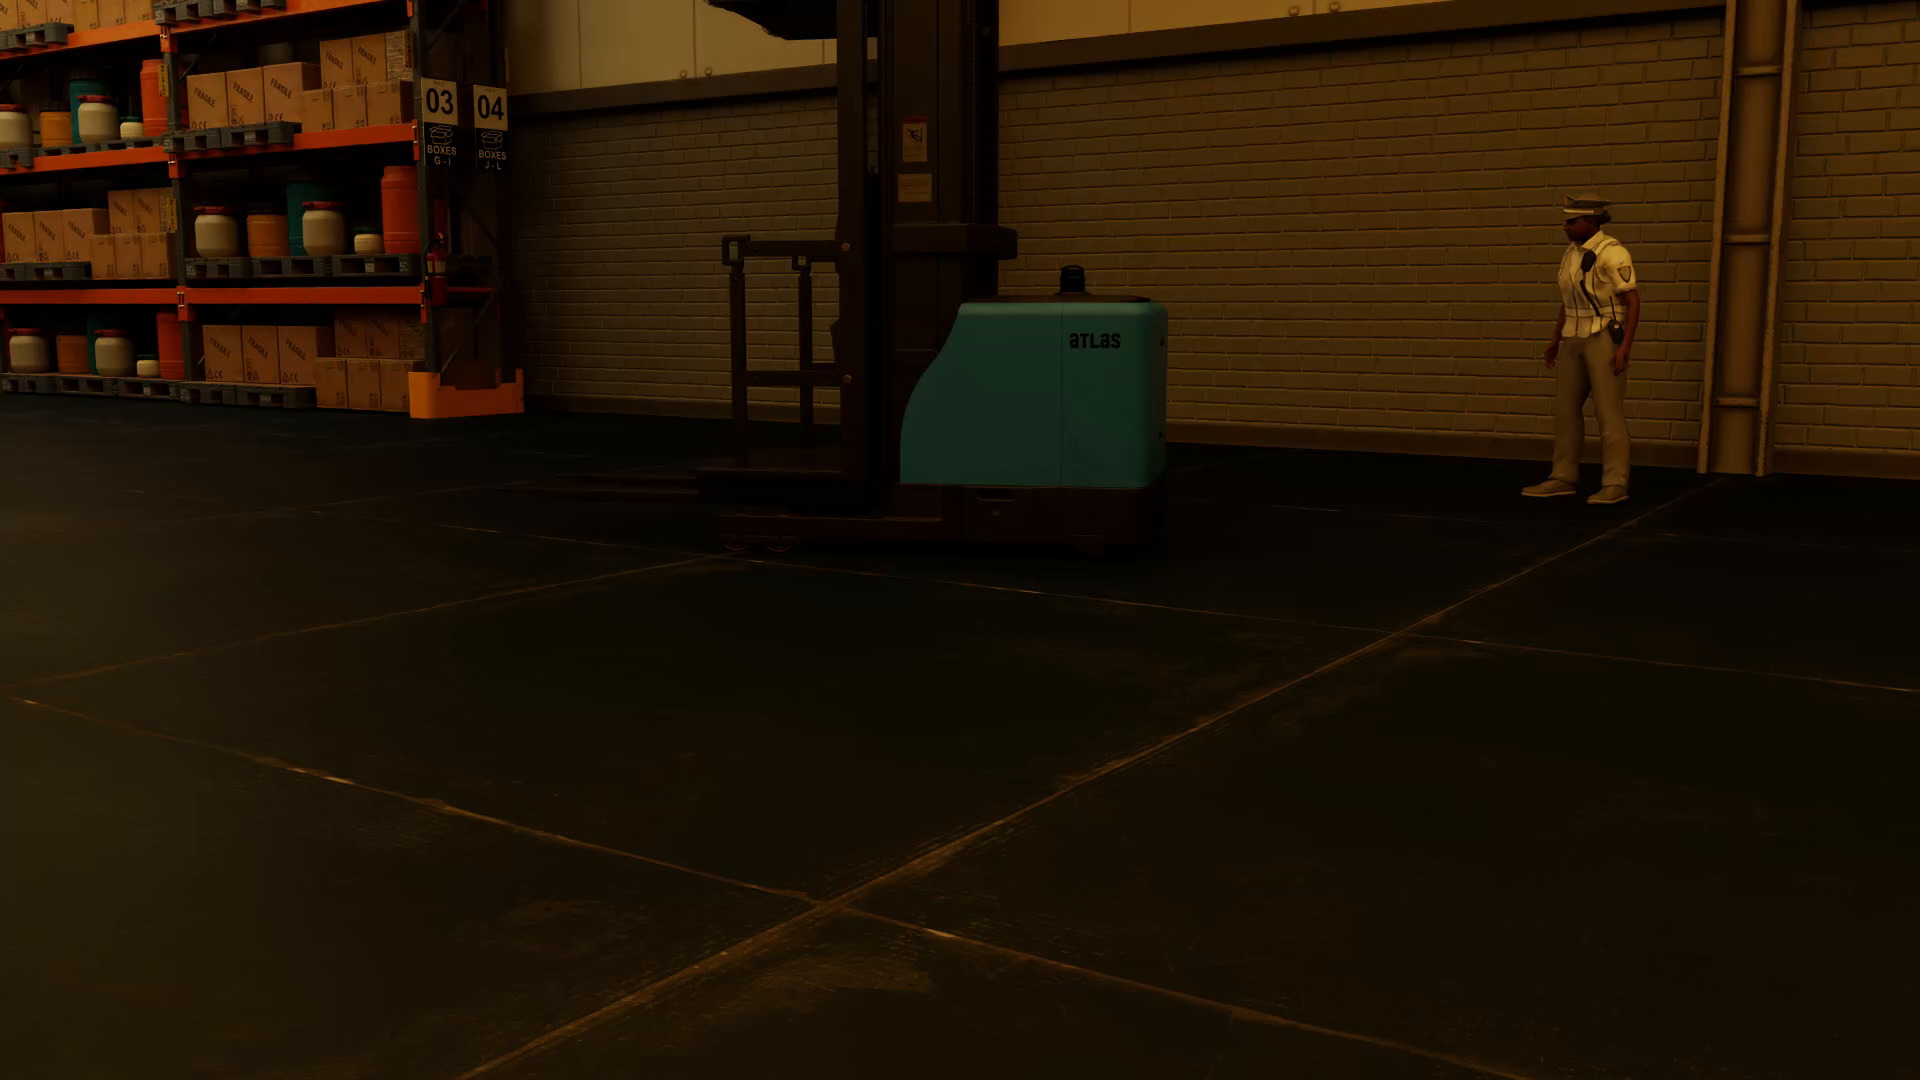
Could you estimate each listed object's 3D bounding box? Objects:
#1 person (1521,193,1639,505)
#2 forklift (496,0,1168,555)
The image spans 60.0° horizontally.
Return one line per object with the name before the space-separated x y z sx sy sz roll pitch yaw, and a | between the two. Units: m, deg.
person | 3.433 -1.041 9.057 0.430 1.664 0.620 -3 9 -19
forklift | -0.596 -1.469 7.520 3.031 2.935 1.130 2 8 12
